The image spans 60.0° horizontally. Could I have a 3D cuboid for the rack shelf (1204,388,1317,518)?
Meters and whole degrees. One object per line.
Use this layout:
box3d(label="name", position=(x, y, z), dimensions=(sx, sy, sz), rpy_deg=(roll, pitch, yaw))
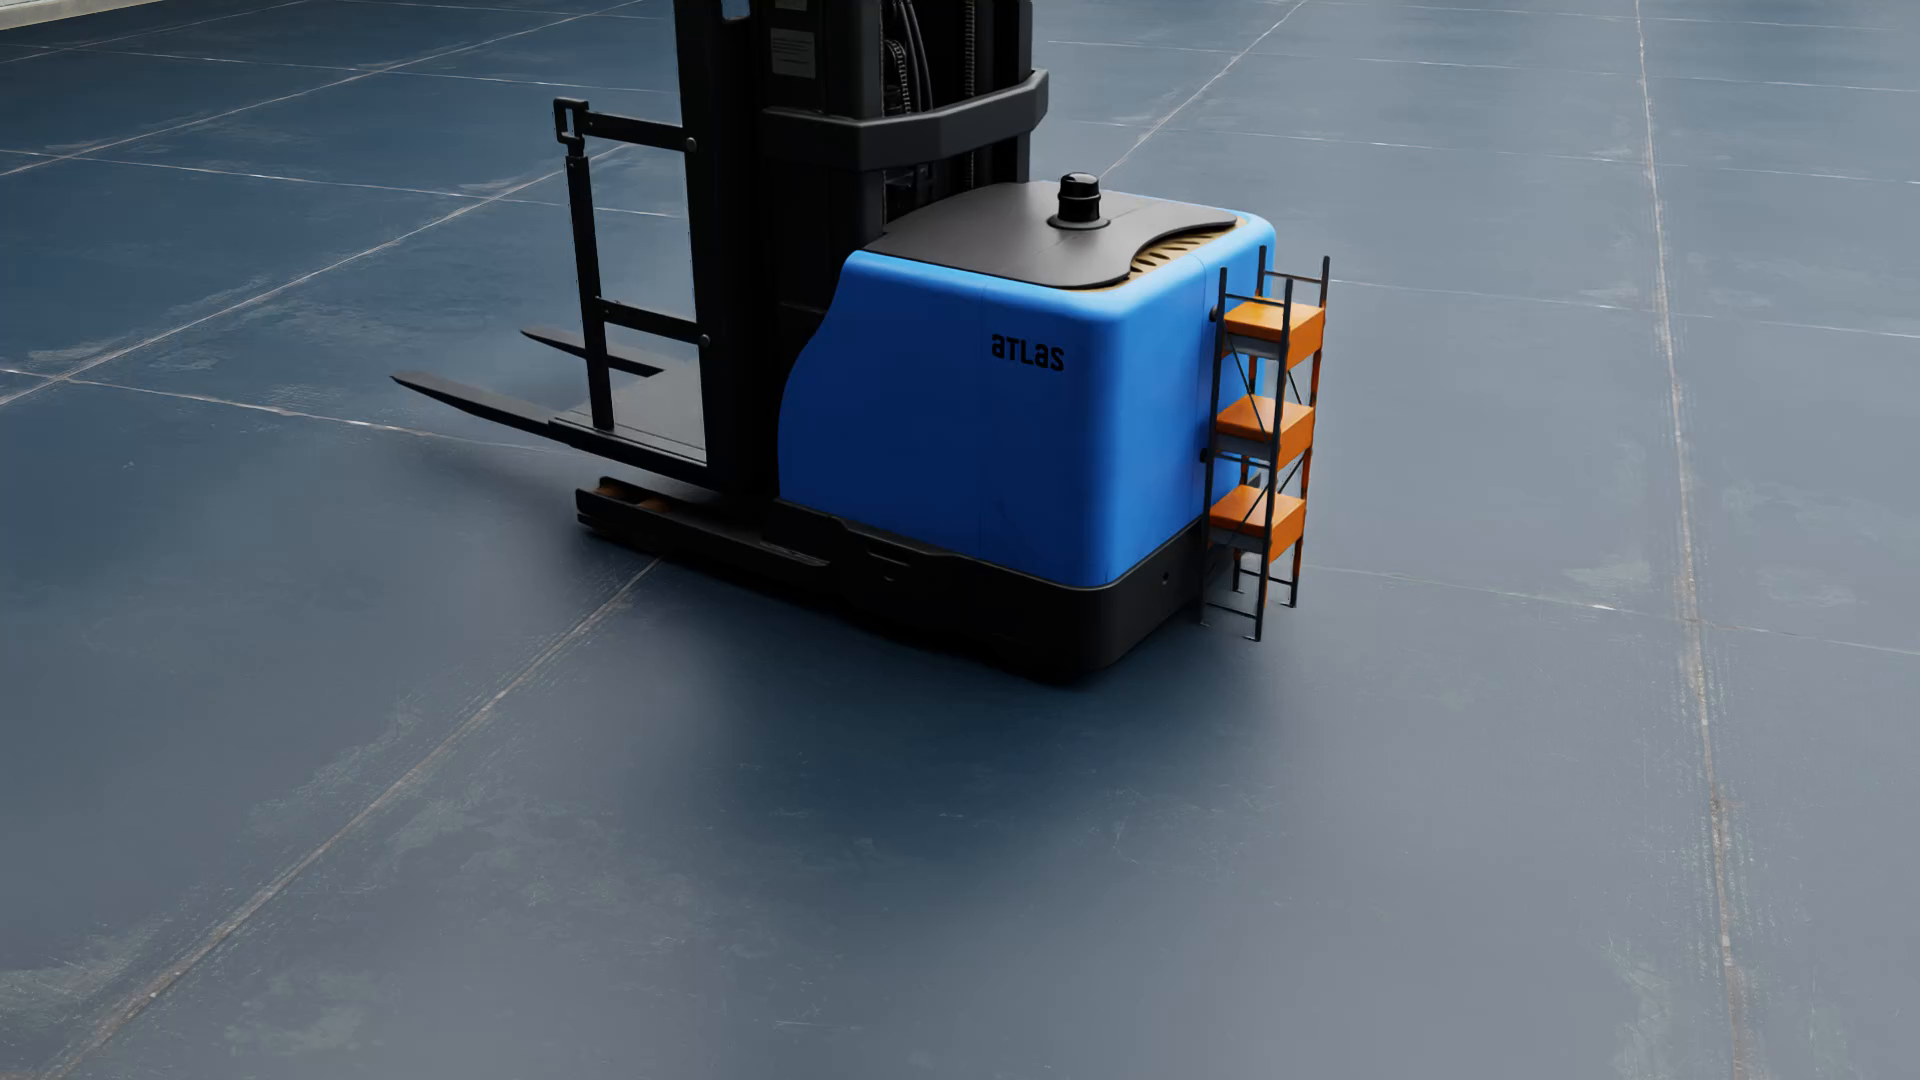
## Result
box3d(label="rack shelf", position=(0.826, -0.245, 4.575), dimensions=(0.215, 0.259, 0.240), rpy_deg=(16, 30, 30))

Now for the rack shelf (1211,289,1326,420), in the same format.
box3d(label="rack shelf", position=(0.826, -0.500, 4.452), dimensions=(0.215, 0.259, 0.240), rpy_deg=(16, 30, 30))

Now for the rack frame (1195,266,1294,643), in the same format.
box3d(label="rack frame", position=(0.758, -0.210, 4.479), dimensions=(0.200, 1.050, 0.008), rpy_deg=(16, 30, 30))

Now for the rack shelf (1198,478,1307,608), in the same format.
box3d(label="rack shelf", position=(0.826, 0.005, 4.696), dimensions=(0.215, 0.259, 0.240), rpy_deg=(16, 30, 30))

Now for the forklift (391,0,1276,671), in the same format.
box3d(label="forklift", position=(-0.602, -1.454, 4.889), dimensions=(3.031, 2.935, 1.130), rpy_deg=(17, 30, 31))

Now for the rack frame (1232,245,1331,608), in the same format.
box3d(label="rack frame", position=(0.893, -0.299, 4.662), dimensions=(0.200, 1.050, 0.008), rpy_deg=(16, 30, 30))

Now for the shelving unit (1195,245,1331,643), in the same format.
box3d(label="shelving unit", position=(0.826, -0.254, 4.571), dimensions=(0.215, 1.050, 0.252), rpy_deg=(16, 30, 30))
